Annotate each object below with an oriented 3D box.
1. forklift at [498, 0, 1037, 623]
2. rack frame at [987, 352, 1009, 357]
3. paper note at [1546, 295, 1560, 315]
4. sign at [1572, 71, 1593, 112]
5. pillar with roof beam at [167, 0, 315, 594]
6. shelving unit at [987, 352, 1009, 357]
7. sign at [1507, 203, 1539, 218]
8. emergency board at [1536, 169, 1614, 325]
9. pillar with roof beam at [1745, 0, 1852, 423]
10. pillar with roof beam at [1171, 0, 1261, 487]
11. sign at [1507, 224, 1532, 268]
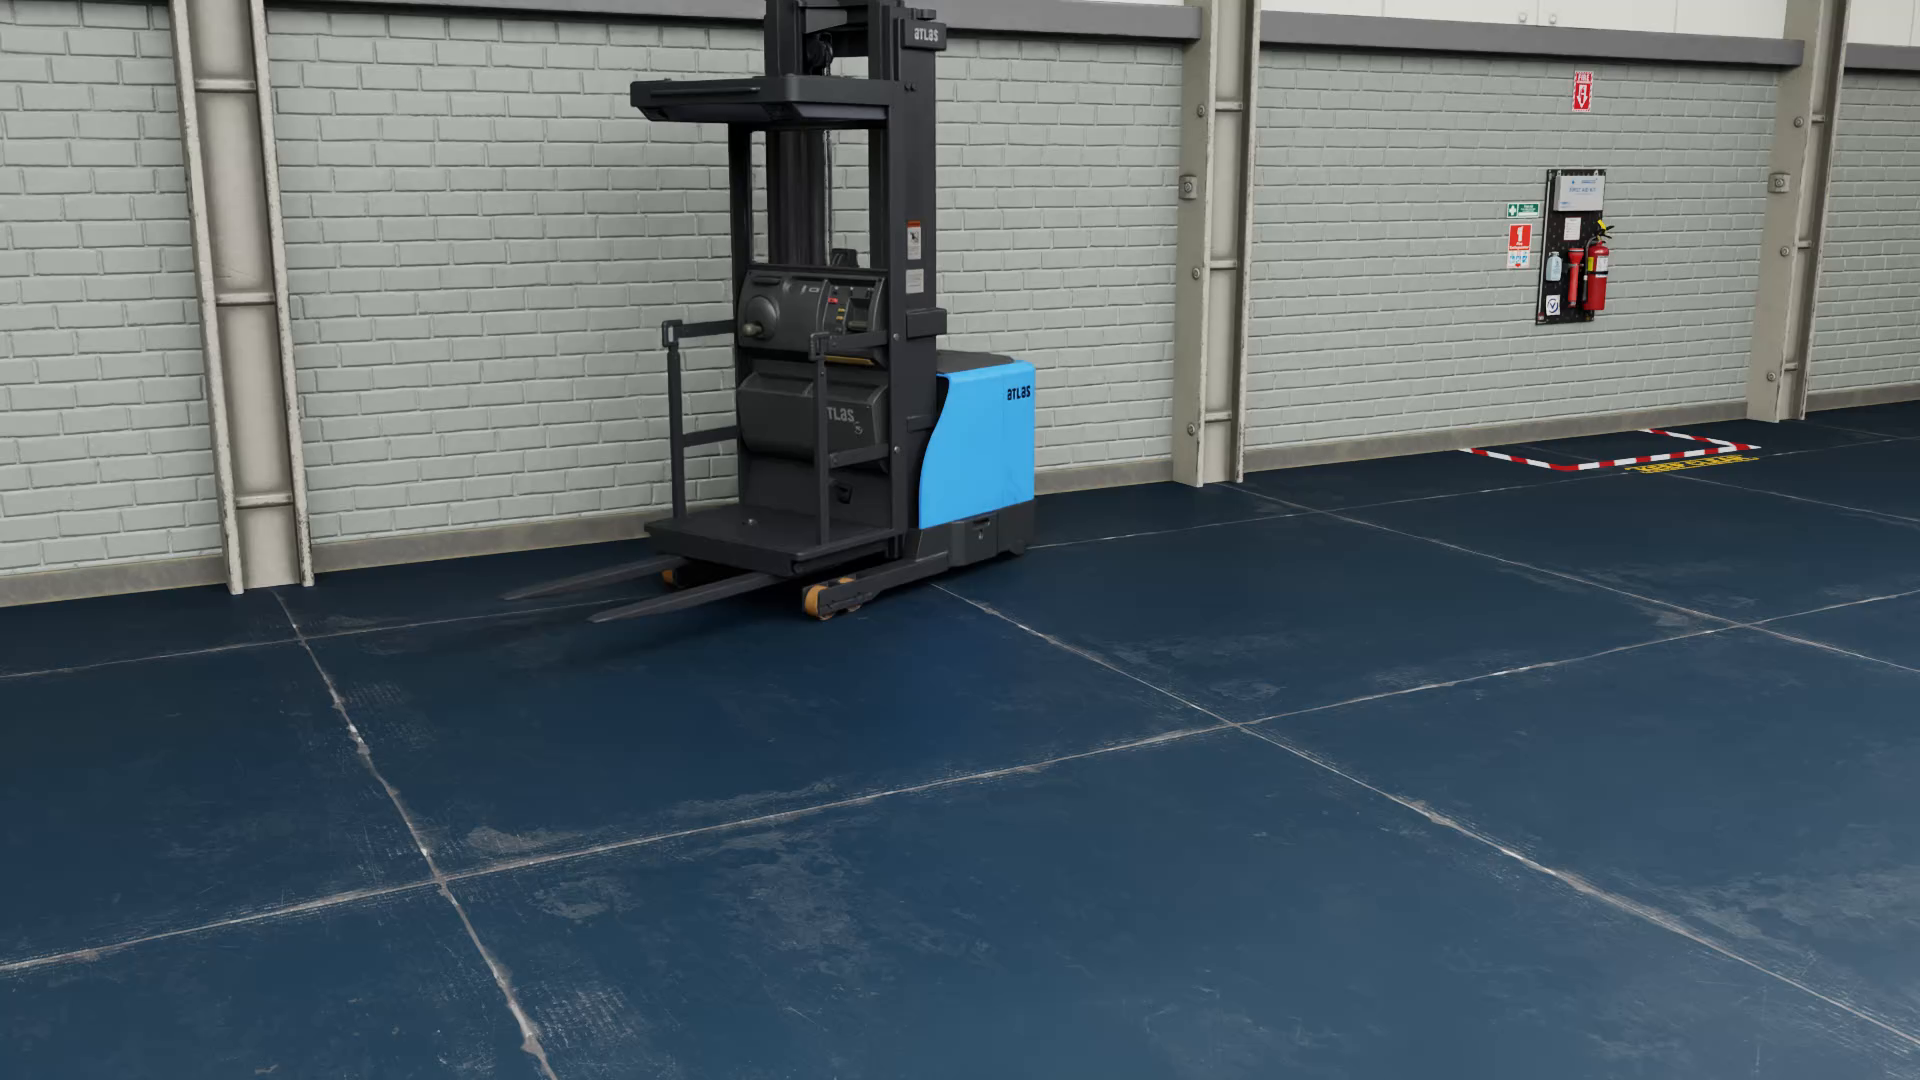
[{"bbox_3d":[-0.877,-1.171,8.139,1.130,2.935,3.031,10,16,37],"label":"forklift"},{"bbox_3d":[0.220,-0.563,9.721,0.008,1.050,0.200,-10,16,-36],"label":"rack frame"},{"bbox_3d":[4.583,-1.814,12.842,0.142,0.148,0.016,-7,14,-28],"label":"paper note"},{"bbox_3d":[4.717,-3.398,12.596,0.199,0.298,0.001,-7,14,-28],"label":"sign"},{"bbox_3d":[-1.511,-3.336,3.937,0.400,9.000,9.100,-7,14,-28],"label":"pillar with roof beam"},{"bbox_3d":[0.123,-0.547,9.648,0.252,1.050,0.215,-10,16,-36],"label":"shelving unit"},{"bbox_3d":[4.245,-2.485,12.531,0.331,0.109,0.001,-7,14,-28],"label":"sign"},{"bbox_3d":[4.772,-2.249,12.769,0.643,1.169,0.194,-7,14,-28],"label":"emergency board"},{"bbox_3d":[9.022,-4.598,9.547,0.400,9.000,9.100,-7,14,-28],"label":"pillar with roof beam"},{"bbox_3d":[3.756,-3.967,6.742,0.400,9.000,9.100,-7,14,-28],"label":"pillar with roof beam"},{"bbox_3d":[4.237,-2.228,12.595,0.234,0.329,0.001,-7,14,-28],"label":"sign"}]
